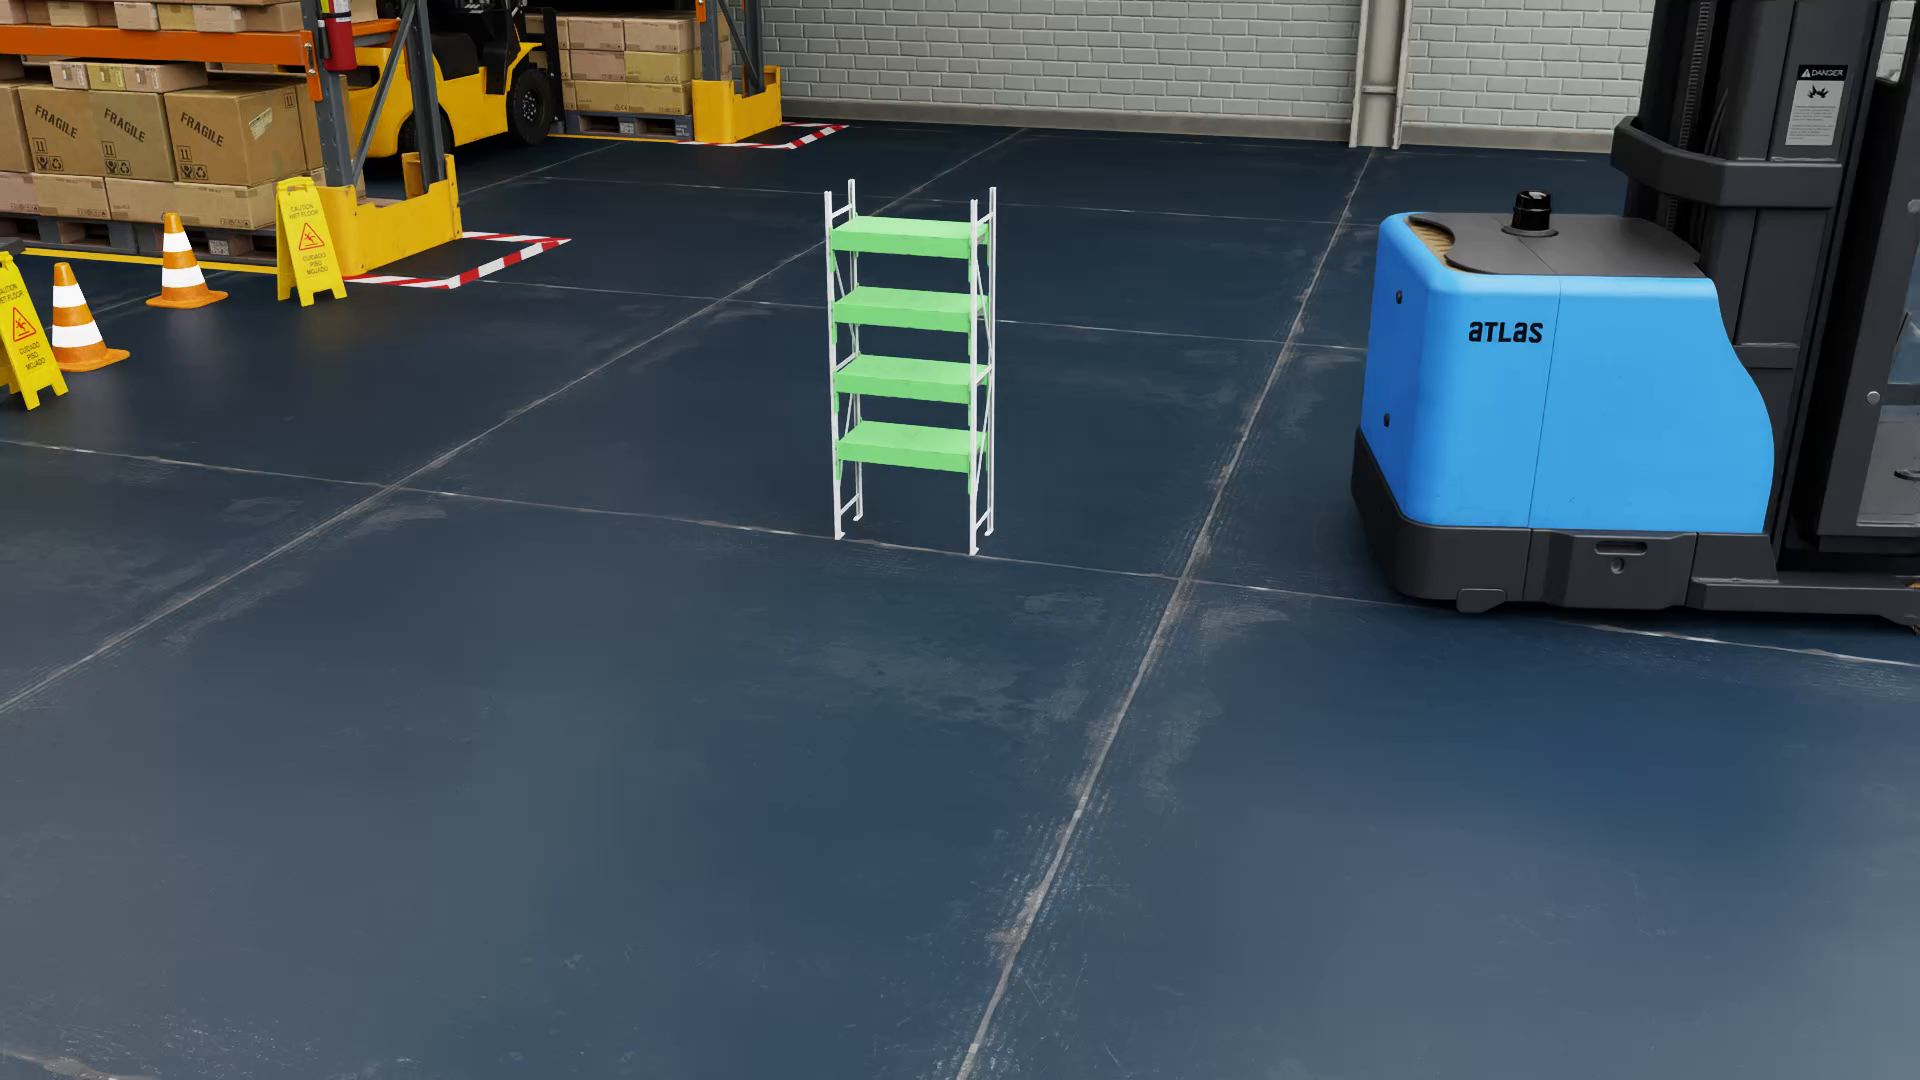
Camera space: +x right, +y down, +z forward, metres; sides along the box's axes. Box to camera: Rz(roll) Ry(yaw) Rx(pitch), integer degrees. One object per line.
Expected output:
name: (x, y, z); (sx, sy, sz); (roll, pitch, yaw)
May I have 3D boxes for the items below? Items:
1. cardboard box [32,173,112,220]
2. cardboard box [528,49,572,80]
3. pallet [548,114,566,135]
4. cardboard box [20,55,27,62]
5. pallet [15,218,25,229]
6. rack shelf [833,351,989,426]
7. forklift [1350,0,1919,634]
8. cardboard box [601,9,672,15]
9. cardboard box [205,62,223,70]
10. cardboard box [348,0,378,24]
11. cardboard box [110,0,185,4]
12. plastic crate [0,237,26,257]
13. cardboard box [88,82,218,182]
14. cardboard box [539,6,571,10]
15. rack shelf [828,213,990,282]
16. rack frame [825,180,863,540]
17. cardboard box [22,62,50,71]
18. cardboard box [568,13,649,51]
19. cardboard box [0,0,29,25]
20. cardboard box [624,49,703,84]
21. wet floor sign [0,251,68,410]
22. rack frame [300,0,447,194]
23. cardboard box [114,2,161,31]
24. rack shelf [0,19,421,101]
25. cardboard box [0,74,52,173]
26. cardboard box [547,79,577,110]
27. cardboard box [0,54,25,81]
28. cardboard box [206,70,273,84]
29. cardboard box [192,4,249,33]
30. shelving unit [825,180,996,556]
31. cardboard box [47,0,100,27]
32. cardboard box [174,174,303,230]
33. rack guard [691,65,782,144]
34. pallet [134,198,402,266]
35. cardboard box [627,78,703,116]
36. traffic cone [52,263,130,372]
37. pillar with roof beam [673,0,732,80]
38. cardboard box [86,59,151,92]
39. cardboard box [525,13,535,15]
cardboard box: (-5.198, -2.121, 10.058); (0.500, 0.250, 0.500); (6, 23, 14)
cardboard box: (-3.453, -4.098, 14.219); (0.500, 0.250, 0.500); (6, 23, 14)
pallet: (-3.828, -3.810, 14.780); (1.213, 0.211, 1.003); (7, 23, 15)
cardboard box: (-8.986, -4.796, 16.086); (0.625, 0.625, 0.875); (7, 23, 17)
pallet: (-6.526, -2.181, 10.808); (1.213, 0.211, 1.003); (7, 23, 16)
rack shelf: (-0.158, -0.514, 5.611); (0.480, 0.148, 0.258); (7, 23, 16)
forklift: (2.897, -1.269, 5.003); (3.031, 2.935, 1.130); (1, 22, 3)
cardboard box: (-2.805, -4.457, 14.435); (0.500, 0.250, 0.500); (7, 23, 16)
cardboard box: (-6.993, -4.572, 15.539); (0.625, 0.625, 0.875); (6, 23, 15)
cardboard box: (-3.615, -3.089, 9.680); (0.250, 0.149, 0.380); (7, 23, 16)
cardboard box: (-4.427, -3.293, 9.322); (0.500, 0.500, 0.500); (7, 23, 16)
plastic crate: (-5.913, -1.711, 9.835); (0.583, 0.080, 0.402); (-1, 22, -3)
cardboard box: (-4.693, -2.411, 9.778); (0.500, 0.500, 0.500); (7, 23, 17)
cardboard box: (-3.769, -4.574, 14.721); (0.500, 0.250, 0.500); (6, 23, 14)
rack shelf: (-0.158, -0.958, 5.429); (0.480, 0.148, 0.258); (7, 23, 16)
rack frame: (-0.392, -0.600, 5.652); (0.015, 1.200, 0.240); (7, 23, 16)
cardboard box: (-6.048, -2.778, 10.672); (0.500, 0.500, 0.500); (7, 23, 16)
cardboard box: (-2.941, -4.273, 13.986); (0.500, 0.250, 0.500); (7, 23, 16)
cardboard box: (-5.499, -3.103, 9.714); (0.250, 0.149, 0.380); (6, 23, 15)
cardboard box: (-2.476, -3.990, 13.956); (0.500, 0.250, 0.500); (6, 23, 15)
wet floor sign: (-4.083, -0.911, 7.140); (0.232, 0.644, 0.267); (3, 22, 6)
rack frame: (-3.350, -3.093, 9.358); (0.127, 3.000, 1.000); (7, 23, 16)
cardboard box: (-4.539, -2.981, 9.415); (0.250, 0.149, 0.380); (7, 23, 16)
rack shelf: (-5.265, -2.980, 10.029); (4.000, 0.370, 1.077); (7, 23, 16)
cardboard box: (-5.681, -2.526, 10.057); (0.500, 0.500, 0.500); (8, 24, 18)
cardboard box: (-3.411, -3.872, 14.327); (0.500, 0.250, 0.500); (7, 23, 16)
cardboard box: (-5.839, -2.818, 9.915); (0.250, 0.149, 0.380); (8, 24, 19)
cardboard box: (-4.567, -2.609, 10.260); (0.500, 0.500, 0.500); (6, 23, 14)
cardboard box: (-4.044, -2.928, 9.286); (0.250, 0.149, 0.380); (6, 23, 15)
shelving unit: (-0.158, -0.573, 5.587); (0.503, 1.200, 0.258); (7, 23, 16)
cardboard box: (-5.015, -3.055, 9.596); (0.250, 0.149, 0.380); (6, 23, 15)
cardboard box: (-4.225, -2.009, 9.784); (0.500, 0.250, 0.500); (6, 23, 15)
rack guard: (-1.897, -3.738, 14.224); (0.348, 0.500, 1.175); (7, 23, 16)
pallet: (-4.190, -1.913, 10.156); (1.213, 0.211, 1.003); (7, 23, 16)
cardboard box: (-2.461, -3.756, 14.044); (0.500, 0.250, 0.500); (7, 23, 16)
traffic cone: (-4.129, -1.057, 7.738); (0.334, 0.463, 0.336); (7, 23, 16)
pillar with roof beam: (-3.570, -6.512, 9.788); (0.400, 9.000, 9.100); (7, 23, 16)
cardboard box: (-4.803, -2.700, 9.627); (0.250, 0.149, 0.380); (7, 23, 16)
cardboard box: (-3.910, -4.383, 14.254); (0.500, 0.250, 0.500); (6, 23, 14)
